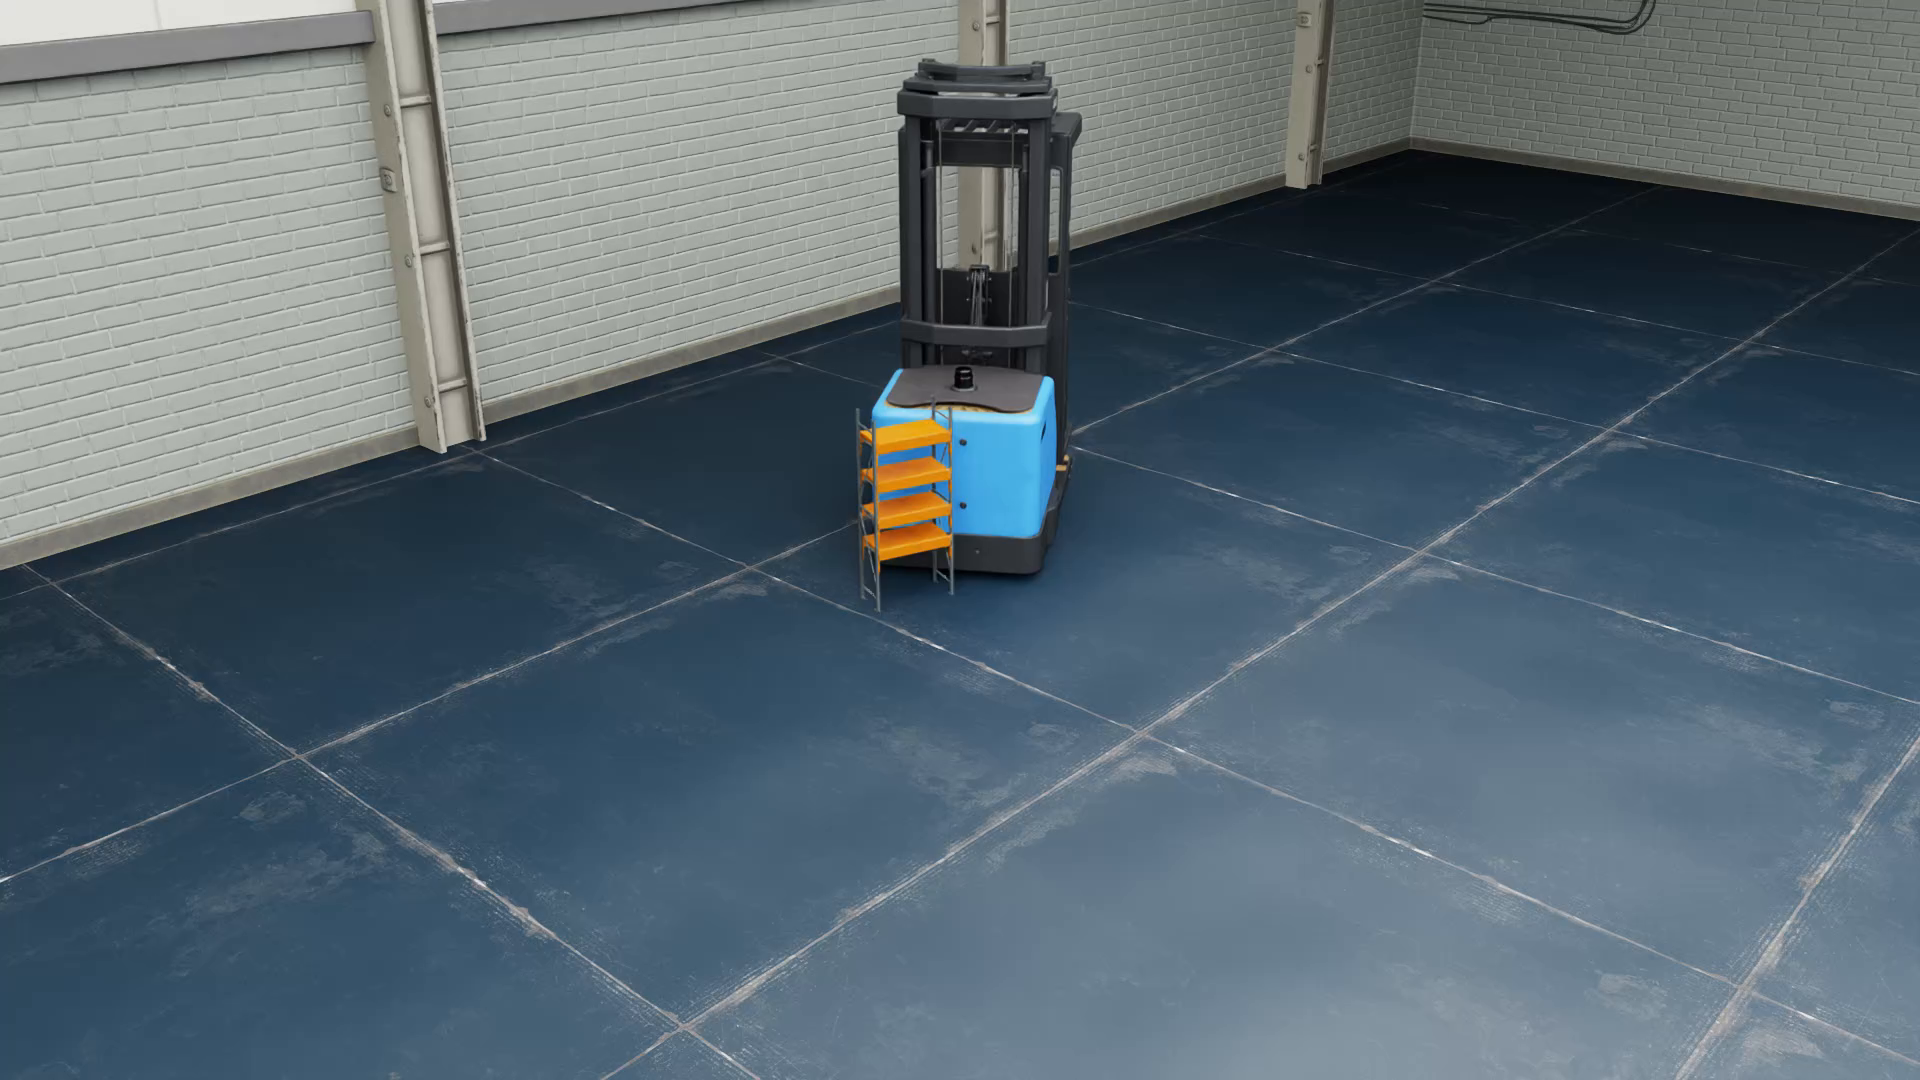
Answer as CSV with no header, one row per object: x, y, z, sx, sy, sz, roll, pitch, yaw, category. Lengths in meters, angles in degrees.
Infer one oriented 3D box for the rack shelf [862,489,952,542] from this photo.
-0.319,-0.147,9.775,0.480,0.148,0.258,-12,27,-26,rack shelf

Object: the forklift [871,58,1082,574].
0.195,-1.703,10.966,1.130,2.935,3.031,4,24,8,forklift

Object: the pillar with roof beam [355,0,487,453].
-0.575,-3.665,7.925,9.100,9.000,0.400,20,31,38,pillar with roof beam

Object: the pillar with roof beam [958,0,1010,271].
3.429,-5.493,12.002,9.100,9.000,0.400,20,31,38,pillar with roof beam

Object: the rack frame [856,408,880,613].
-0.534,-0.161,9.642,0.015,1.200,0.240,-12,27,-26,rack frame

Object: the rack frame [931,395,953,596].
-0.104,-0.255,9.853,0.015,1.200,0.240,-12,27,-26,rack frame

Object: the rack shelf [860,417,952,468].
-0.319,-0.567,9.587,0.480,0.148,0.258,-12,27,-26,rack shelf

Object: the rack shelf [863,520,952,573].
-0.319,0.034,9.856,0.480,0.148,0.258,-12,27,-26,rack shelf

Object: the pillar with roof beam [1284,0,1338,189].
7.434,-7.321,16.079,9.100,9.000,0.400,20,31,38,pillar with roof beam

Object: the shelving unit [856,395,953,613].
-0.319,-0.208,9.748,0.503,1.200,0.258,-12,27,-26,shelving unit

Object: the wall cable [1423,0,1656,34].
7.179,-7.616,20.532,3.097,2.526,0.112,20,31,38,wall cable

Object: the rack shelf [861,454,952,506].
-0.319,-0.351,9.684,0.480,0.148,0.258,-12,27,-26,rack shelf
